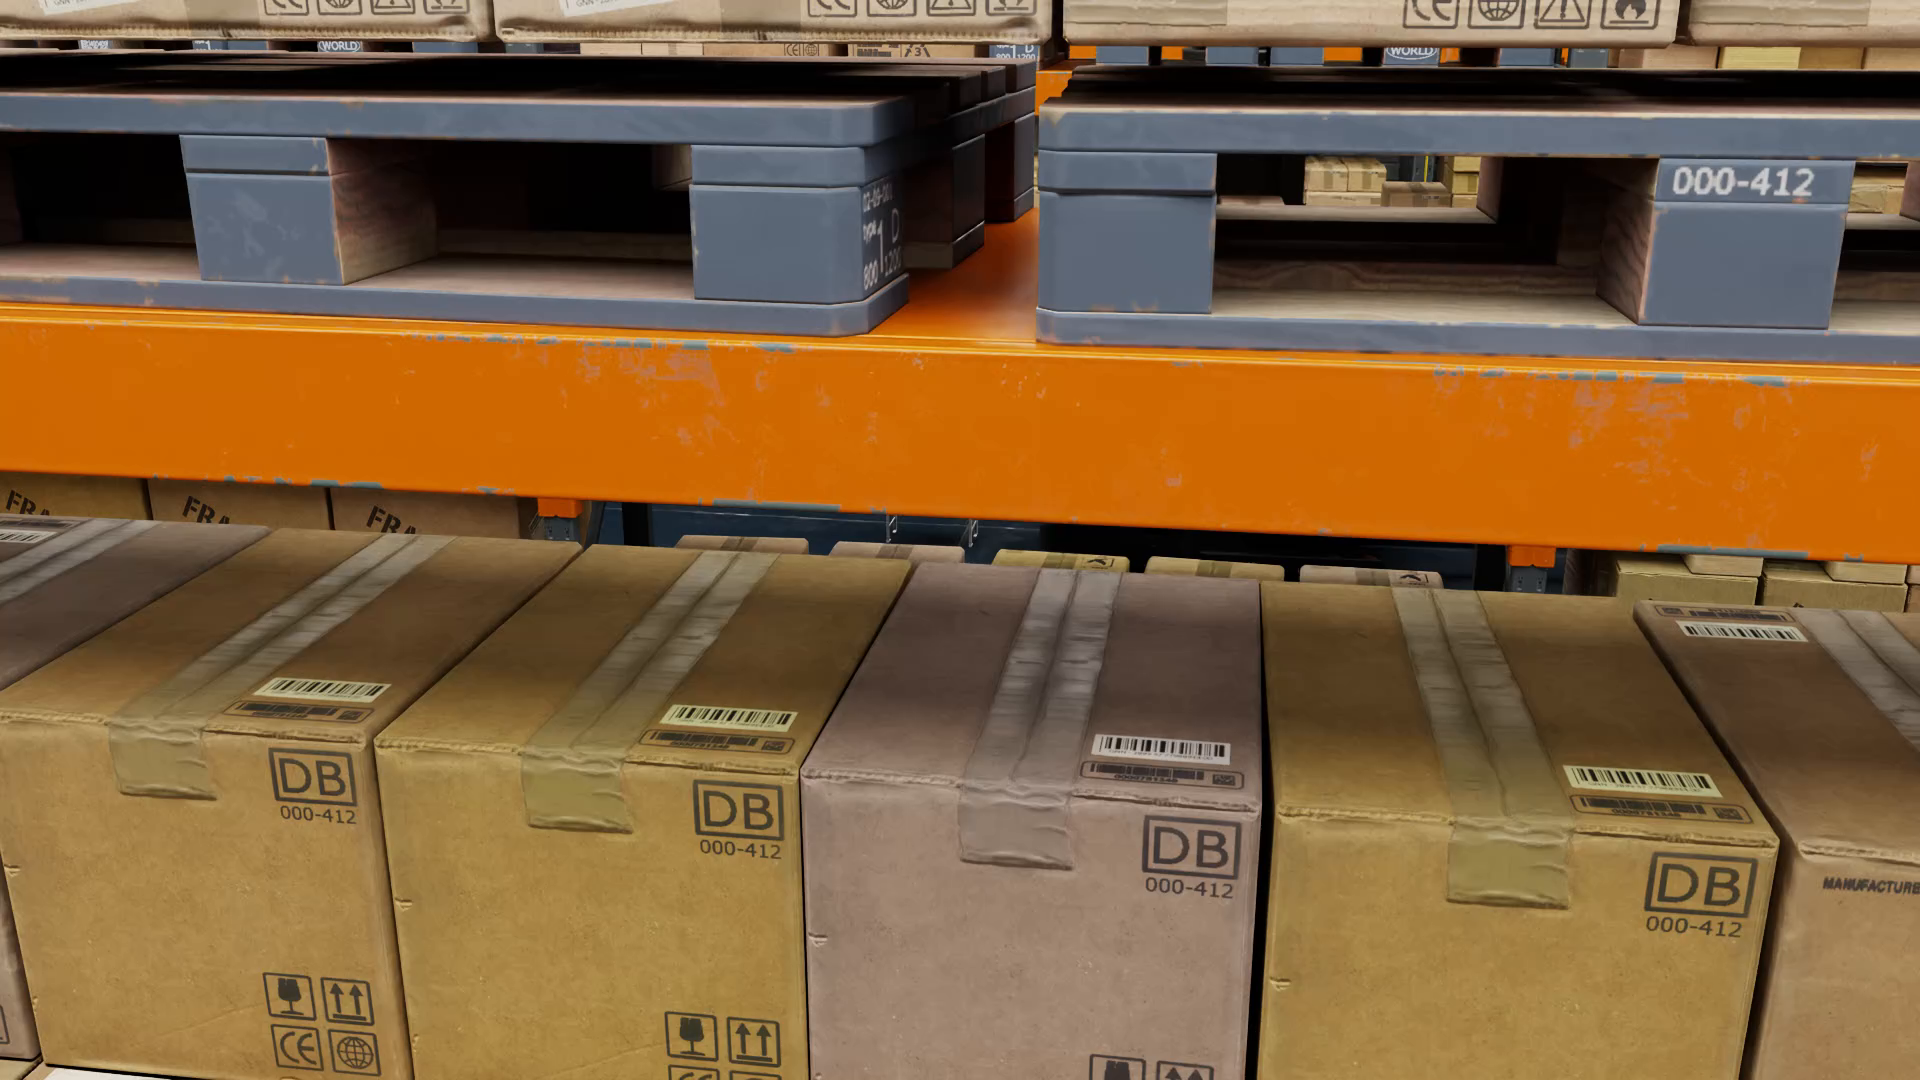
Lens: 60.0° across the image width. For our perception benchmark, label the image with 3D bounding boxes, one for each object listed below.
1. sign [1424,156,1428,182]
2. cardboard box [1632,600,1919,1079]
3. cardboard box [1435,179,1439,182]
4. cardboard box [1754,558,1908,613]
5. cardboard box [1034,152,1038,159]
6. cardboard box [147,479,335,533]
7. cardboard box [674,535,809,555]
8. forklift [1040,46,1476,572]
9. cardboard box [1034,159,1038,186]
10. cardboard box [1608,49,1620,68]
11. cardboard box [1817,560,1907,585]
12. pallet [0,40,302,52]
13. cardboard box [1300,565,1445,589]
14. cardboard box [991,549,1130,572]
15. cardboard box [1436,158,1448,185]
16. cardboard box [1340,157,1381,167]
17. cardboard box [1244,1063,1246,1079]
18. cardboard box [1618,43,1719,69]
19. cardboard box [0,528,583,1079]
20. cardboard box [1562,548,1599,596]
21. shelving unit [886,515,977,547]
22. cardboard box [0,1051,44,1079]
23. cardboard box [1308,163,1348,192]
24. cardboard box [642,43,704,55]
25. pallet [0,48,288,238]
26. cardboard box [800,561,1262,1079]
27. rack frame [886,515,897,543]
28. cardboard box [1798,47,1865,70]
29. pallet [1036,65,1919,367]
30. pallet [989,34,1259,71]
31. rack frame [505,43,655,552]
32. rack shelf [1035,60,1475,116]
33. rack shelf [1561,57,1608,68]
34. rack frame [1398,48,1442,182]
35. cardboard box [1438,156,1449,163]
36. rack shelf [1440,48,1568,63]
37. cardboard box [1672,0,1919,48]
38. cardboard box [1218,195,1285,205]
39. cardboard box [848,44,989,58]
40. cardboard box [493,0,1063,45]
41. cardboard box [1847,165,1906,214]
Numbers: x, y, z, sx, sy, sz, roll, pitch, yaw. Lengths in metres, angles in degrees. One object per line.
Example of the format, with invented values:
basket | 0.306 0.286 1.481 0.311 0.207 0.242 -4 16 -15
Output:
sign | 3.018 -2.468 10.753 0.005 0.325 0.100 3 19 9
cardboard box | 1.135 0.439 2.030 0.500 0.500 0.700 3 19 8
cardboard box | 3.581 -2.237 11.604 0.500 0.500 0.500 3 19 8
cardboard box | 3.381 0.315 6.625 0.500 0.500 0.500 4 19 11
cardboard box | 0.520 -2.692 11.943 0.250 0.149 0.380 3 19 8
cardboard box | -3.187 -0.072 7.978 0.875 0.875 0.875 3 19 9
cardboard box | -1.082 0.305 7.643 0.625 0.372 0.950 2 19 5
forklift | 2.003 -1.315 9.115 3.031 2.935 1.130 2 19 6
cardboard box | 0.448 -2.545 11.502 0.250 0.149 0.380 3 19 9
cardboard box | 2.672 -1.955 6.588 0.250 0.149 0.380 3 19 9
cardboard box | 3.473 0.034 6.441 0.250 0.149 0.380 4 19 11
pallet | -3.387 -2.178 7.154 1.213 0.211 1.003 4 19 11
cardboard box | 1.793 0.449 7.213 0.625 0.372 0.950 3 19 9
cardboard box | 0.396 0.380 7.421 0.625 0.372 0.950 4 19 10
cardboard box | 3.453 -2.547 11.507 0.250 0.149 0.380 3 19 8
cardboard box | 2.782 -2.567 11.569 0.250 0.149 0.380 2 19 7
cardboard box | 0.569 0.968 2.024 0.500 0.500 0.500 3 19 8
cardboard box | 2.583 -1.782 6.070 0.250 0.149 0.380 3 19 8
cardboard box | -0.875 0.337 2.336 0.500 0.500 0.700 3 19 8
cardboard box | 2.938 0.123 7.199 0.500 0.500 0.500 3 19 8
shelving unit | -0.163 -0.577 9.638 0.503 1.200 0.258 3 19 9
cardboard box | -1.421 0.867 2.327 0.500 0.500 0.500 3 19 8
cardboard box | 2.465 -2.437 11.181 0.250 0.149 0.380 3 19 8
cardboard box | -1.102 -2.050 6.688 0.258 0.266 0.396 3 19 9
pallet | -1.679 -0.535 2.244 1.003 0.211 1.213 4 19 11
cardboard box | 0.128 0.388 2.182 0.500 0.500 0.700 3 19 9
rack frame | -0.404 -0.590 9.674 0.015 1.200 0.240 3 19 9
cardboard box | 3.092 -1.774 6.048 0.250 0.149 0.380 3 19 9
pallet | 0.713 -0.379 1.782 1.217 0.209 0.805 2 19 6
pallet | 0.694 -2.021 6.685 1.003 0.211 1.213 3 19 9
rack frame | -1.638 -0.773 7.387 0.127 3.000 1.000 3 19 9
rack shelf | 0.337 -1.754 6.725 4.000 0.370 1.077 3 19 9
rack shelf | 4.286 -1.553 6.123 4.000 0.370 1.077 3 19 9
rack frame | 3.095 -2.127 11.434 0.127 3.000 1.000 3 19 9
cardboard box | 3.458 -2.702 11.503 0.250 0.149 0.380 3 19 9
rack shelf | 5.070 -3.108 10.771 4.000 0.370 1.077 3 19 9
cardboard box | 0.903 -0.600 1.558 0.500 0.250 0.500 3 19 9
cardboard box | 1.137 -1.250 6.503 0.250 0.149 0.380 2 19 7
cardboard box | -0.128 -2.177 6.692 0.637 0.503 0.797 3 19 9
cardboard box | -0.140 -0.662 1.649 0.500 0.311 0.500 2 19 7
cardboard box | 3.212 -1.112 6.198 0.500 0.500 0.700 3 19 9
